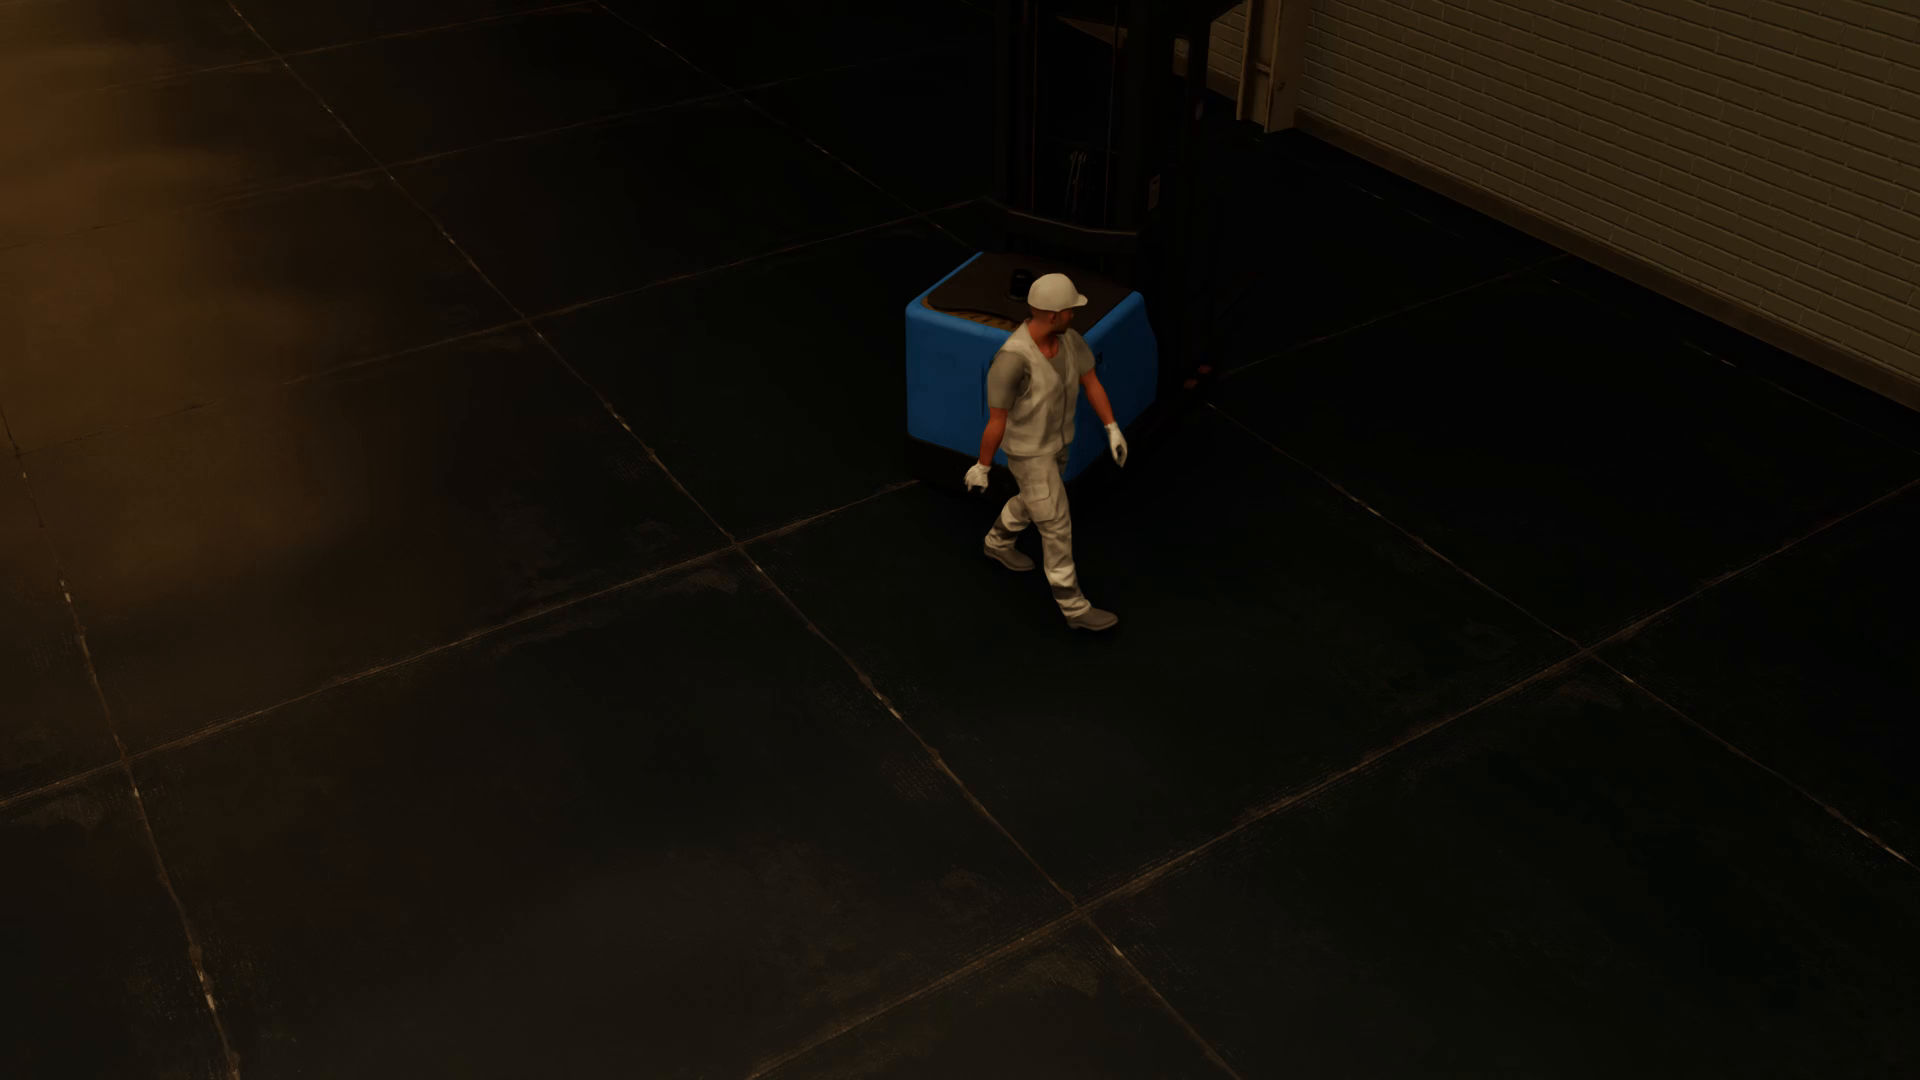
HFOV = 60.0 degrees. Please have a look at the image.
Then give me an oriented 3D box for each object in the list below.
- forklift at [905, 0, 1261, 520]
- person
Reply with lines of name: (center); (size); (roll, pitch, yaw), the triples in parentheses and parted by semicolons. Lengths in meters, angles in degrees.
forklift: (0.889, -2.112, 9.153); (1.130, 2.935, 3.031); (19, 39, 25)
person: (0.421, -0.401, 7.785); (0.937, 1.730, 0.686); (22, 41, 28)
